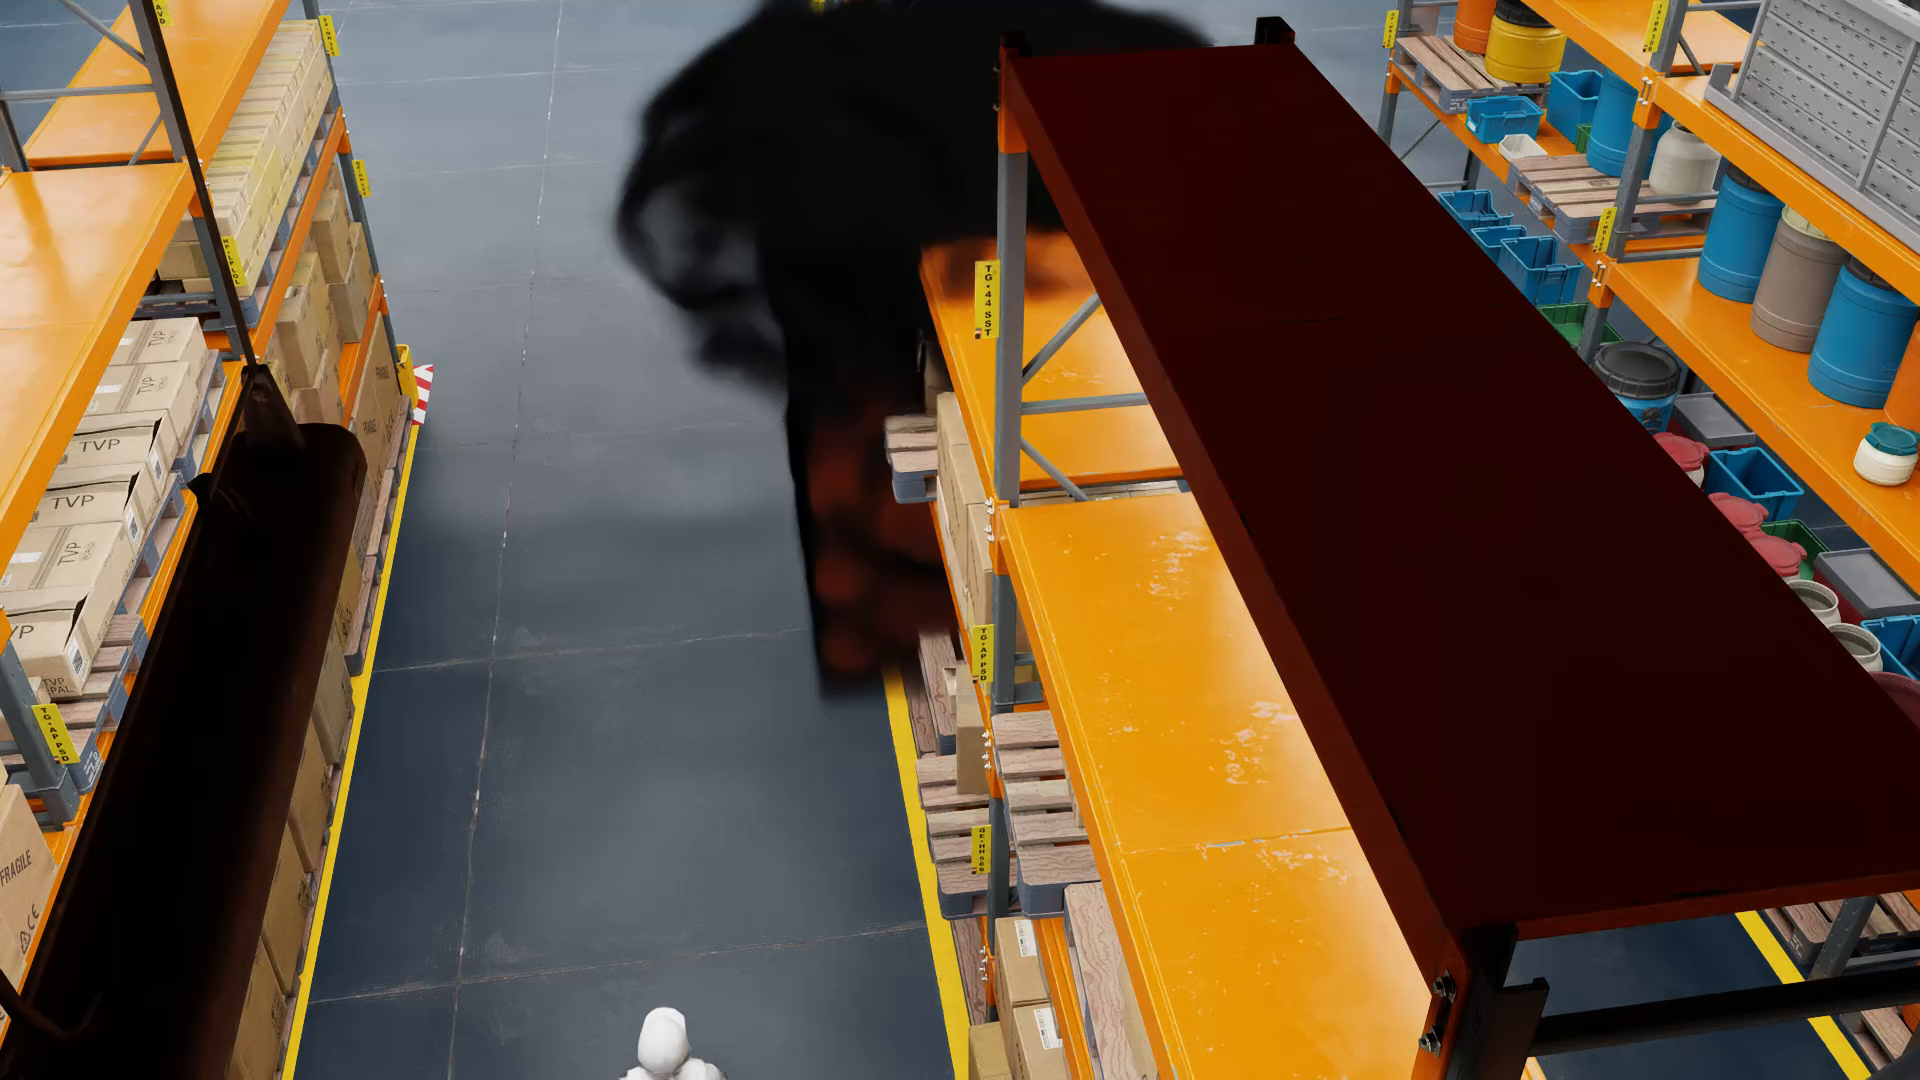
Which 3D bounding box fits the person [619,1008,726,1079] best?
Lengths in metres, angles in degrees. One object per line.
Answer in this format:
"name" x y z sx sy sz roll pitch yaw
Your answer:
"person" -1.363 2.947 7.981 0.670 1.771 0.849 -7 37 -10
